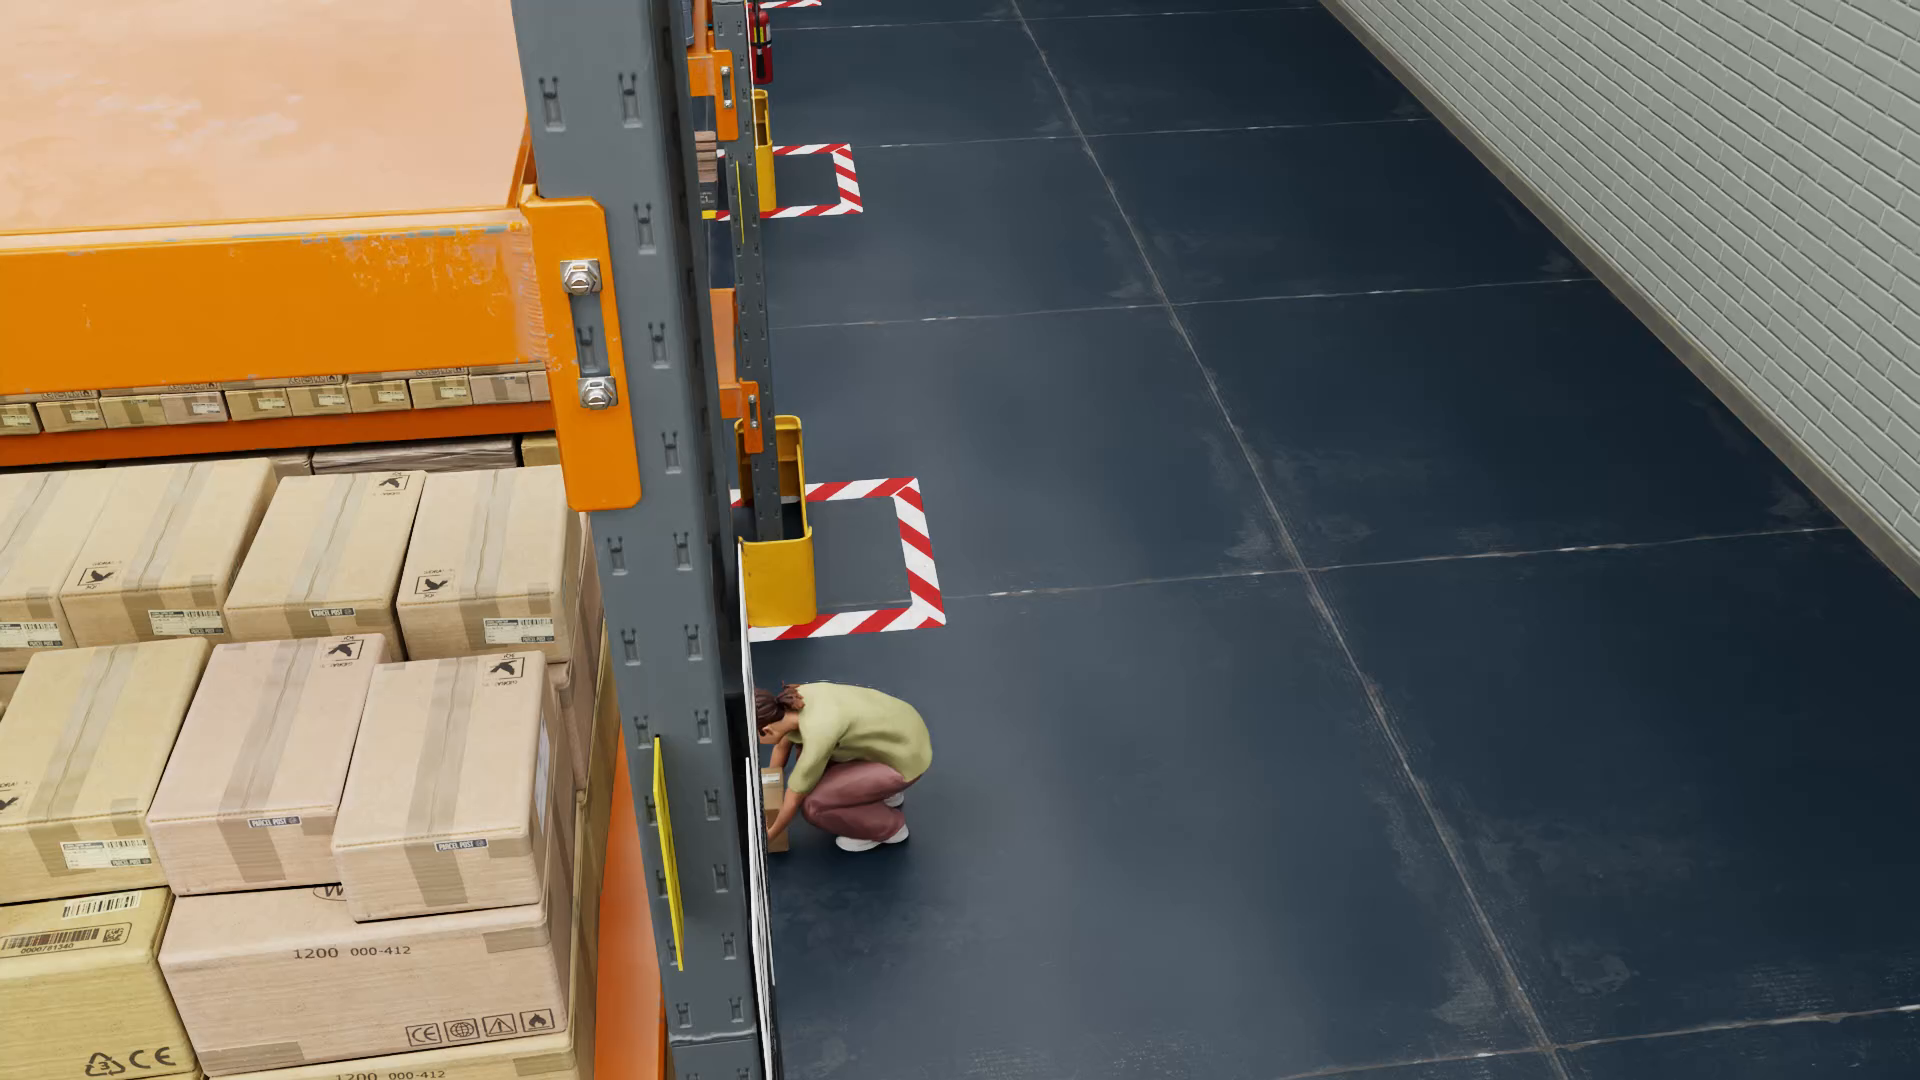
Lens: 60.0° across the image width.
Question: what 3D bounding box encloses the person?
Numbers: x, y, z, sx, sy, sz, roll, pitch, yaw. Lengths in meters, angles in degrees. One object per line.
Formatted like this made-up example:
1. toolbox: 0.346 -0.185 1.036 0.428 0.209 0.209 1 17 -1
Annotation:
1. person: -0.516 0.879 6.780 0.805 0.806 0.479 -4 35 -6
